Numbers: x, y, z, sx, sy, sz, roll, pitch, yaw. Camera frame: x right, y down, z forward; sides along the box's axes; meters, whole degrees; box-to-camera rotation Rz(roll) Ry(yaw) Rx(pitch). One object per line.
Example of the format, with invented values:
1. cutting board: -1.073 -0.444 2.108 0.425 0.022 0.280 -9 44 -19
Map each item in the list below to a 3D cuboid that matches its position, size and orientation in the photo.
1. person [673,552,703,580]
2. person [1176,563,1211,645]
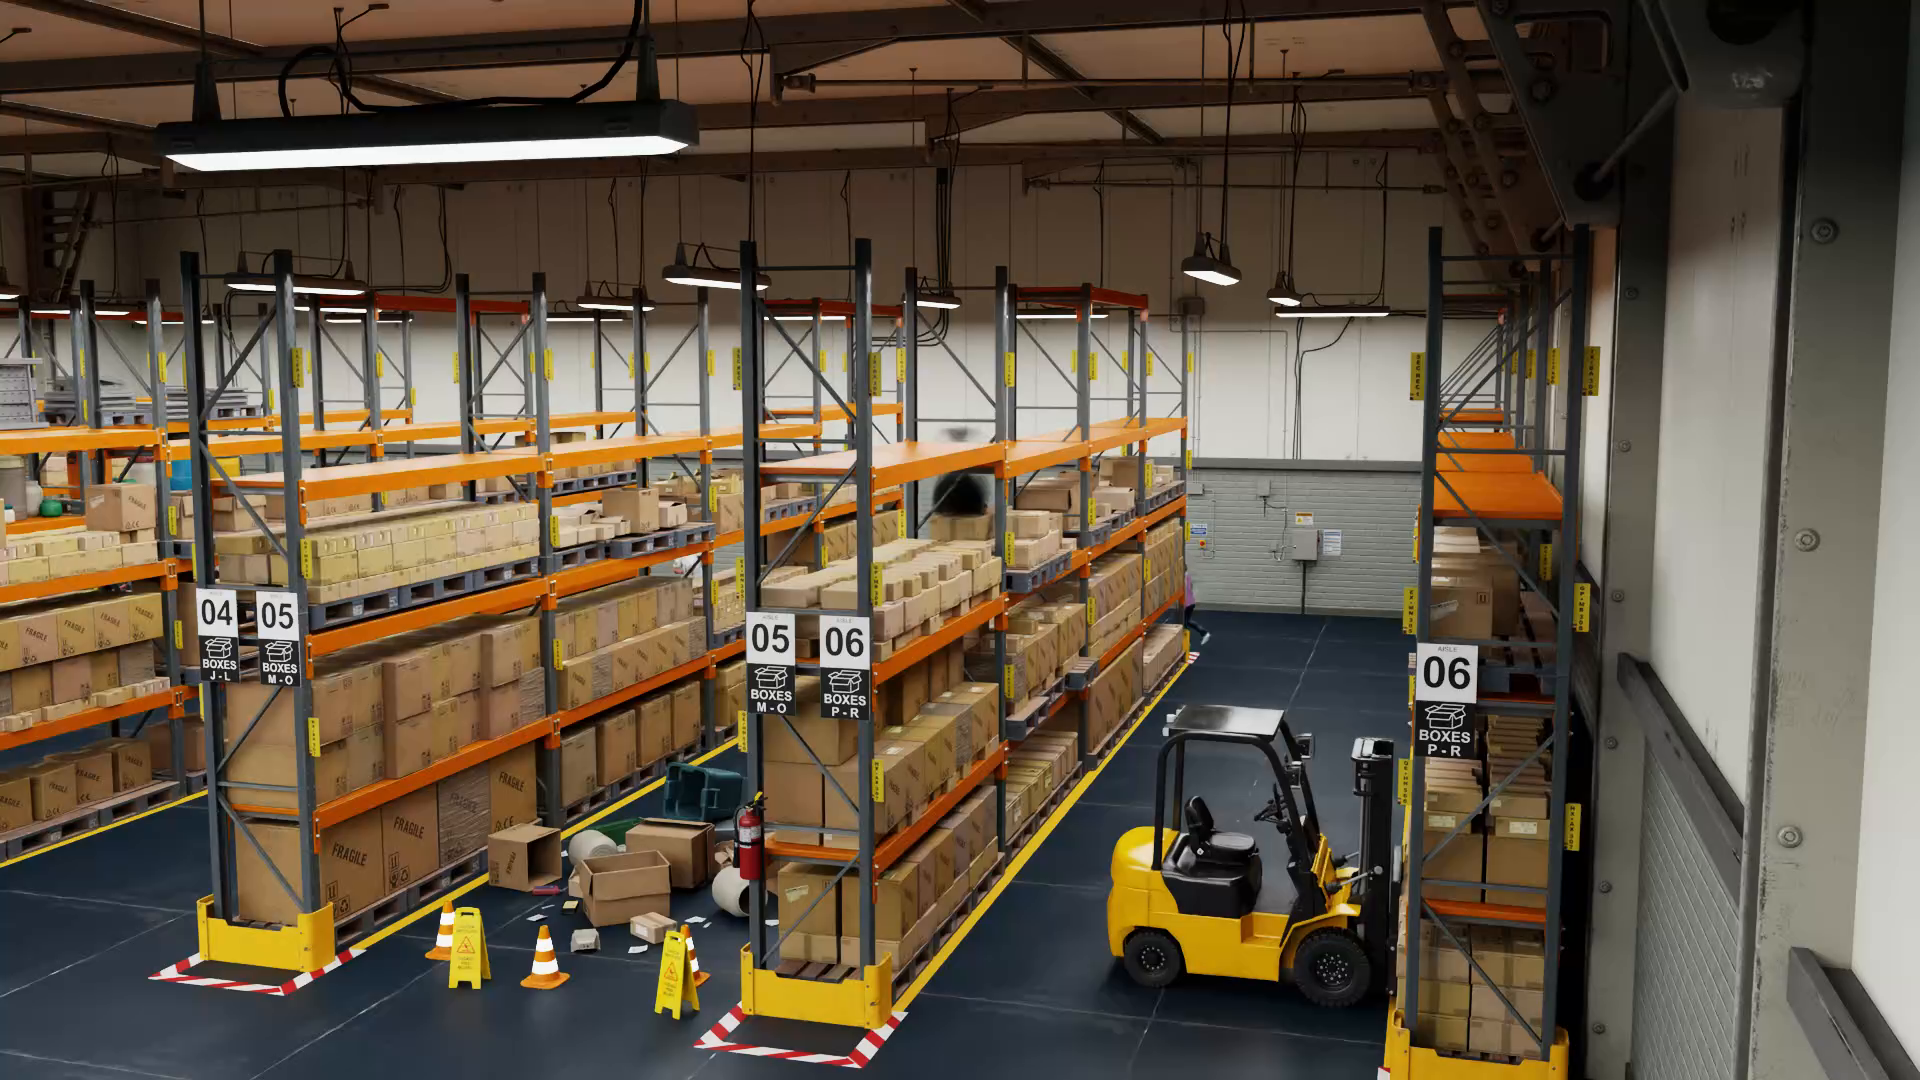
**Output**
1. person: -5.011 0.831 31.159 0.704 1.797 0.884 -1 6 -8
2. person: 4.017 1.144 29.112 0.687 1.565 0.550 5 8 36
